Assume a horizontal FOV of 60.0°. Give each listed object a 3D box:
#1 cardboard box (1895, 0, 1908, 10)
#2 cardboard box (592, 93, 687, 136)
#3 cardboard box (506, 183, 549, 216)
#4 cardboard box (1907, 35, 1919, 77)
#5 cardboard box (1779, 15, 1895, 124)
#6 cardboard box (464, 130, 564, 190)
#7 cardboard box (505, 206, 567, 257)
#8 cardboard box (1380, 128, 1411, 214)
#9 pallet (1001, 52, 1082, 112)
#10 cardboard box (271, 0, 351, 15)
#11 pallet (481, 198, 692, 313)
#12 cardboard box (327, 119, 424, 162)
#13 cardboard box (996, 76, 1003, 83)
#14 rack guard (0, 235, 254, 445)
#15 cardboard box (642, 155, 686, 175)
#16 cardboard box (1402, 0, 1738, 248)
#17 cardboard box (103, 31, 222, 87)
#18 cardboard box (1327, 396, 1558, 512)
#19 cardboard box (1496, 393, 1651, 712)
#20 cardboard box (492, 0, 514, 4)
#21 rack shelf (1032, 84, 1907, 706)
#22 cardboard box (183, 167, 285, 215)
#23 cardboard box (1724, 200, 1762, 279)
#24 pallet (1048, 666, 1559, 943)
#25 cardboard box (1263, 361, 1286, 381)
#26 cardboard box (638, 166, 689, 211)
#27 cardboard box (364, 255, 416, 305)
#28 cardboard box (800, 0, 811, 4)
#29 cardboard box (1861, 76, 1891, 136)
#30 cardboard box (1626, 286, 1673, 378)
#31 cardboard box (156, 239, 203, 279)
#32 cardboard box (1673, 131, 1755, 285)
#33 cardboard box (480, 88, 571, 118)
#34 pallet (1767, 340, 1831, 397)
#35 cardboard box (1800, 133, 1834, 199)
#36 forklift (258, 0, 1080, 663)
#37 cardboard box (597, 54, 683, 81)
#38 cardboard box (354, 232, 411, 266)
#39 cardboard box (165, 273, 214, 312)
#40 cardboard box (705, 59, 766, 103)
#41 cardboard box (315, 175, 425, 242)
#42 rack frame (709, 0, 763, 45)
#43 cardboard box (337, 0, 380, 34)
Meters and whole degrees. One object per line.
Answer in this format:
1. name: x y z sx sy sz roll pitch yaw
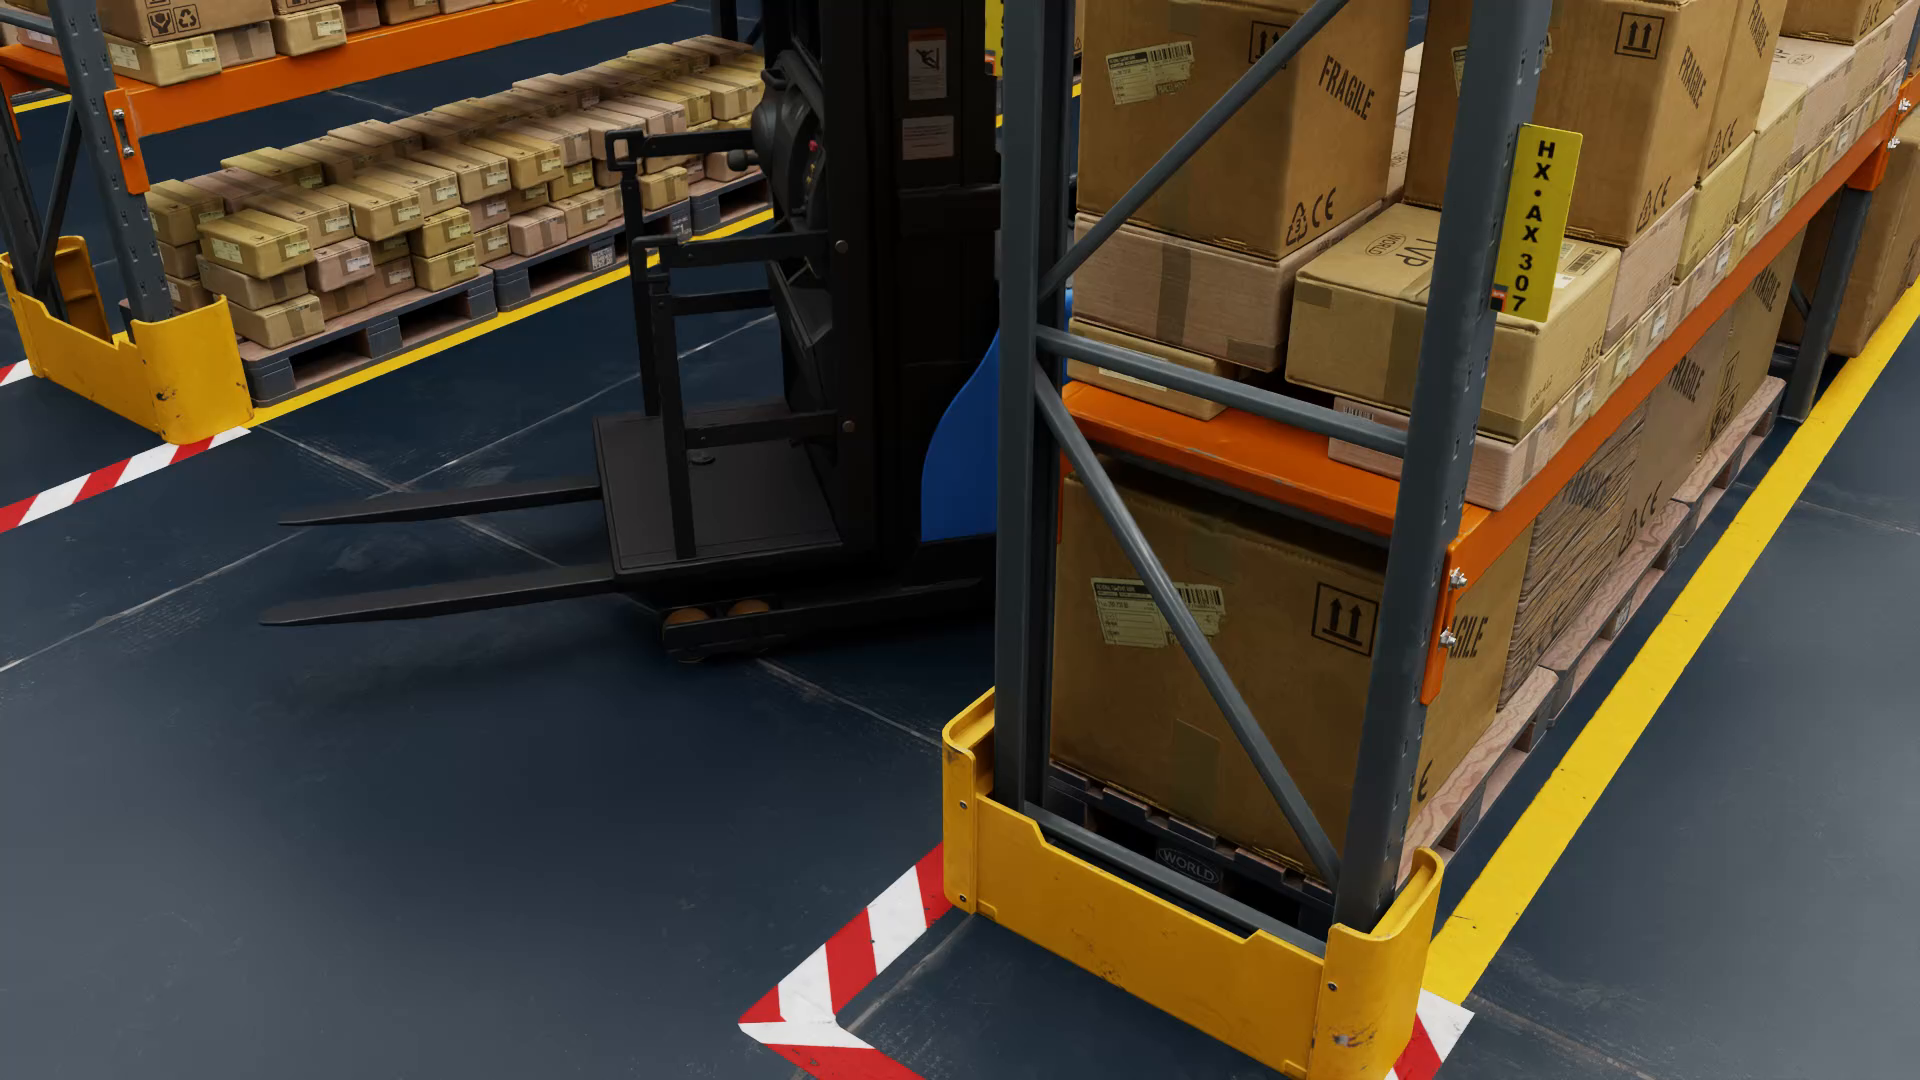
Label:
1. cardboard box: 2.866 -2.032 5.357 0.500 0.500 0.500 22 37 33
2. cardboard box: -1.546 -2.029 8.033 0.380 0.149 0.250 19 36 29
3. cardboard box: -2.113 -1.625 7.642 0.380 0.149 0.250 23 38 34
4. cardboard box: 3.407 -2.069 6.200 0.500 0.500 0.500 21 37 31
5. cardboard box: 2.562 -1.508 5.207 0.500 0.250 0.500 22 37 33
6. cardboard box: -2.012 -1.717 7.506 0.380 0.149 0.250 22 37 32
7. cardboard box: -2.030 -1.438 7.619 0.380 0.149 0.250 19 36 29
8. cardboard box: 0.903 -0.838 4.077 0.500 0.250 0.500 20 36 30
9. pallet: 0.242 -3.098 10.771 1.003 0.211 1.213 21 37 31
10. cardboard box: -2.584 -2.351 6.385 0.500 0.500 0.500 21 37 31
11. pallet: -2.076 -1.502 8.077 1.003 0.211 1.213 21 37 31
12. cardboard box: -2.683 -1.801 7.648 0.380 0.149 0.250 23 37 33
13. cardboard box: 0.012 -3.023 9.948 0.500 0.500 0.500 23 38 33
14. rack guard: -3.332 -0.813 6.631 1.175 0.500 0.348 21 37 31
15. cardboard box: -1.569 -1.930 8.157 0.380 0.149 0.250 22 37 32
16. cardboard box: 1.322 -0.991 3.600 0.500 0.500 0.500 20 36 30
17. cardboard box: -2.921 -1.780 6.058 0.380 0.149 0.250 21 36 31
18. cardboard box: 0.993 -0.224 3.433 0.380 0.149 0.250 22 37 32
19. cardboard box: 1.387 -0.211 4.836 0.875 0.875 0.875 21 37 31
20. cardboard box: -2.020 -2.430 7.154 0.380 0.149 0.250 23 37 33
21. rack shelf: 1.723 -0.793 4.852 1.077 0.370 4.000 21 37 31
22. cardboard box: -3.063 -1.445 7.047 0.380 0.149 0.250 22 37 32
23. cardboard box: 1.920 -0.850 4.489 0.380 0.149 0.250 20 36 30
24. pallet: 0.936 0.561 4.597 1.003 0.211 1.213 21 37 31
25. cardboard box: 0.624 -0.534 3.955 0.380 0.149 0.250 22 37 32
26. cardboard box: -1.553 -1.752 8.149 0.380 0.149 0.250 21 37 31
27. cardboard box: -2.569 -1.161 7.151 0.380 0.149 0.250 22 37 32
28. cardboard box: -0.715 -3.292 9.666 0.500 0.250 0.500 20 36 30
29. cardboard box: 2.852 -1.478 5.548 0.380 0.149 0.250 22 37 32
30. cardboard box: 1.458 -0.540 3.965 0.380 0.149 0.250 20 36 31
31. cardboard box: -3.287 -1.242 6.996 0.380 0.149 0.250 20 36 30
32. cardboard box: 1.635 -0.882 4.151 0.500 0.250 0.500 20 36 30
33. cardboard box: -2.120 -2.078 8.115 0.380 0.149 0.250 19 36 29
34. pallet: 3.336 -1.053 7.319 1.003 0.211 1.213 21 37 31
35. cardboard box: 2.386 -1.164 5.019 0.380 0.149 0.250 22 37 32
36. forklift: -0.685 -1.181 4.868 3.031 2.935 1.130 -8 31 -12
37. cardboard box: -1.663 -2.405 8.667 0.380 0.149 0.250 21 36 31
38. cardboard box: -2.569 -1.294 7.084 0.380 0.149 0.250 22 37 32
39. cardboard box: -3.226 -1.090 7.031 0.380 0.149 0.250 22 37 32
40. cardboard box: -1.093 -2.352 8.578 0.380 0.149 0.250 22 37 32
41. cardboard box: -2.466 -1.388 6.951 0.380 0.149 0.250 21 37 31
42. rack frame: -0.963 -3.483 8.685 1.000 3.000 0.127 21 37 31
43. cardboard box: -2.548 -2.137 6.660 0.380 0.149 0.250 23 38 33
